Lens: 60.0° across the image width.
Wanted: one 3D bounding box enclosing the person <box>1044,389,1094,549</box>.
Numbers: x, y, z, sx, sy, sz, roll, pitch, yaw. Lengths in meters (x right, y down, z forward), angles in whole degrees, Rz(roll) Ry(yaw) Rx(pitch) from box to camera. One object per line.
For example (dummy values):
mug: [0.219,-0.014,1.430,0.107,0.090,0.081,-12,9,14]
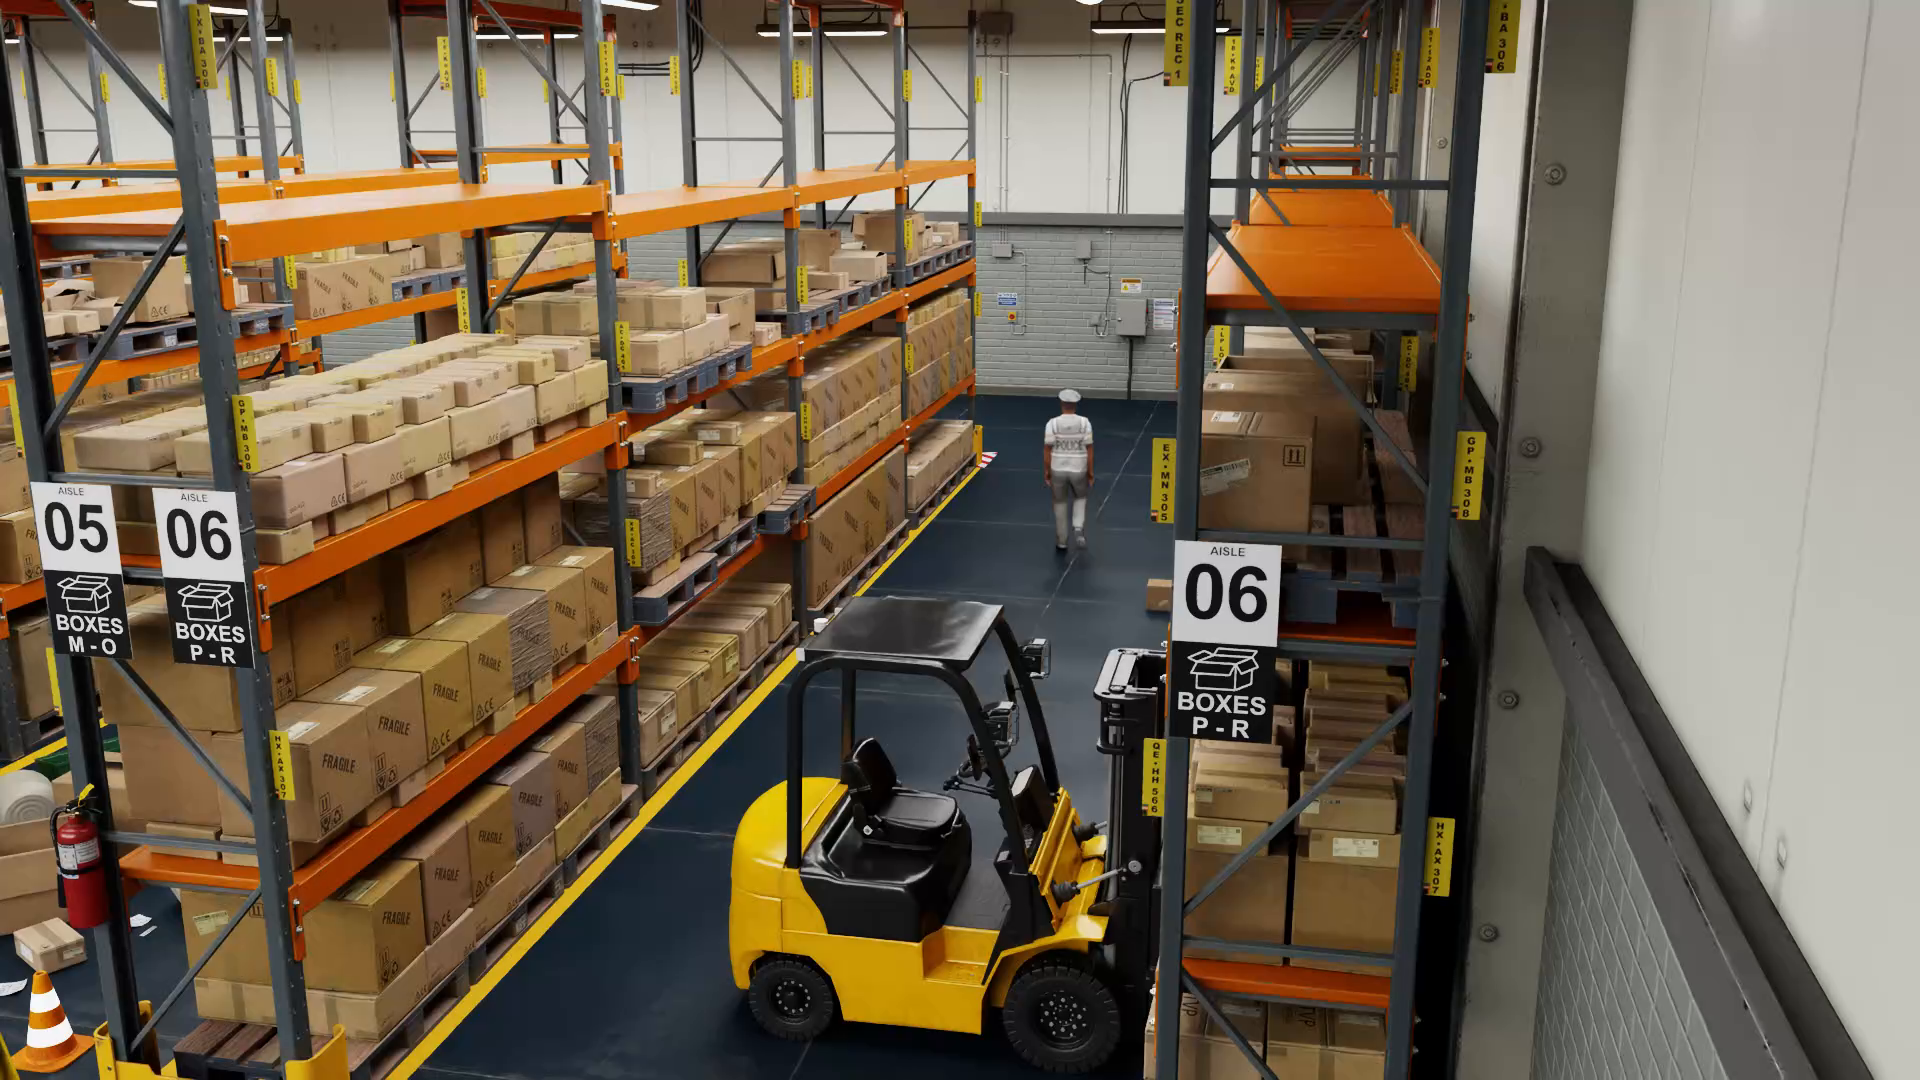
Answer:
person: [1.199,-0.777,18.364,0.563,1.785,0.476,0,15,-1]
